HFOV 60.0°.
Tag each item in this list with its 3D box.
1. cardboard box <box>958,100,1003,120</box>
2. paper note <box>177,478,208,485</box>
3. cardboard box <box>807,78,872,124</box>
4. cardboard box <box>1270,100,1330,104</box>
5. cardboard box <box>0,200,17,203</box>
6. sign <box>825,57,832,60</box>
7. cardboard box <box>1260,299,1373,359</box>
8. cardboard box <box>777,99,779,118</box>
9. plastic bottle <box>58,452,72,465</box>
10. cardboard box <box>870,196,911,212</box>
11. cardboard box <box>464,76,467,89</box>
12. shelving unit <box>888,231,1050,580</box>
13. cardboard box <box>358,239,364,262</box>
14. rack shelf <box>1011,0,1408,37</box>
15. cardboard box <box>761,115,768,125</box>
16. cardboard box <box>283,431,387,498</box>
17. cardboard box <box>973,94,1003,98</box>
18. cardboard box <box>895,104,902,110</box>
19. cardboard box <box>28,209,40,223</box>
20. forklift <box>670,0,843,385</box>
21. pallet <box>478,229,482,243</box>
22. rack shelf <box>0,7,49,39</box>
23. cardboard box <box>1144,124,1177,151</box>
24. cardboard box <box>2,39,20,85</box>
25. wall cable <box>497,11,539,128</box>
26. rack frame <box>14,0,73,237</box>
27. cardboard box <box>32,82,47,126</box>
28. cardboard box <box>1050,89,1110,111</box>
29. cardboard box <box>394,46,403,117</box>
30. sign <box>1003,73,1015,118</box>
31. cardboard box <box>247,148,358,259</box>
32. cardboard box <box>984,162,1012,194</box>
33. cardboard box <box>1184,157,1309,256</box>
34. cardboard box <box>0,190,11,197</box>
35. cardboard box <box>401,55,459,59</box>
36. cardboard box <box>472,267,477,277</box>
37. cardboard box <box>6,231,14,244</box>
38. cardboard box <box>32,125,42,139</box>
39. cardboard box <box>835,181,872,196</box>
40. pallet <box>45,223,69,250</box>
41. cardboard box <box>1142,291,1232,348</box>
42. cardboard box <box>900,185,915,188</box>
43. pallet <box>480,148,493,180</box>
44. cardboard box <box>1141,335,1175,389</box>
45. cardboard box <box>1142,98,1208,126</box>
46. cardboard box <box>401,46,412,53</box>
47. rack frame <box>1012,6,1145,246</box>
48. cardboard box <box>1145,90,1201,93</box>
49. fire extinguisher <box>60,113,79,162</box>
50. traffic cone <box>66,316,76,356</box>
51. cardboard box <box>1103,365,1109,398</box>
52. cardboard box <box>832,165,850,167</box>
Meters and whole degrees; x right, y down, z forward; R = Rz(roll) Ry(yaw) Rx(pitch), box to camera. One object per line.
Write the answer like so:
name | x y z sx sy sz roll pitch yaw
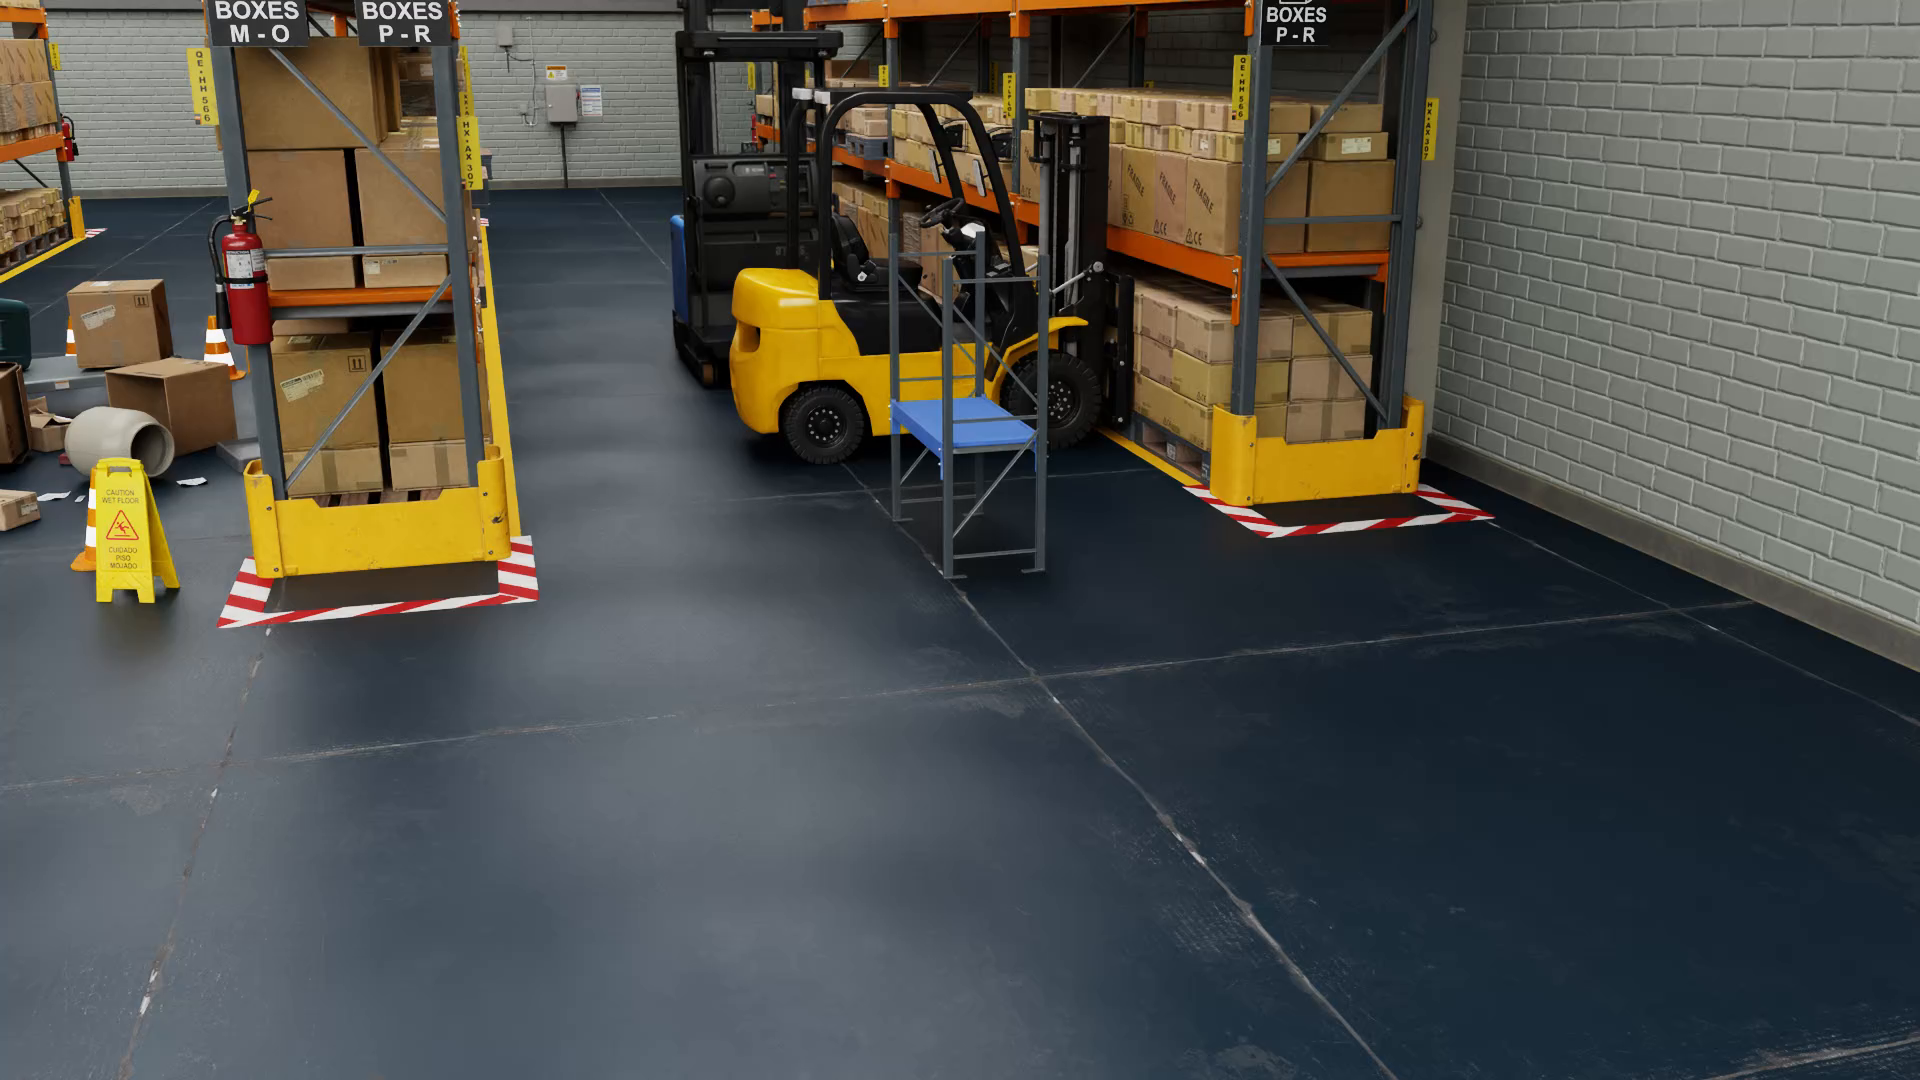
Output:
cardboard box | 0.201 -3.610 13.955 0.380 0.149 0.250 -5 17 -15
paper note | -4.401 -0.341 9.533 0.142 0.019 0.148 -12 20 -34
cardboard box | -1.393 -5.134 19.426 0.700 0.500 0.500 -4 17 -14
cardboard box | 1.975 -2.475 9.659 0.380 0.149 0.250 -4 17 -14
cardboard box | -11.084 -3.819 19.143 0.380 0.149 0.250 -5 18 -18
sign | -1.871 -6.887 23.604 0.100 0.325 0.005 -5 17 -15
cardboard box | 2.037 -1.228 9.638 0.500 0.250 0.500 -5 17 -16
cardboard box | -2.102 -5.648 21.783 0.500 0.250 0.500 -5 17 -17
plastic bottle | -5.332 -0.518 10.069 0.133 0.061 0.283 -2 17 -6
cardboard box | -0.726 -3.511 17.413 0.380 0.149 0.250 -5 18 -17
cardboard box | -4.298 -3.543 13.611 0.500 0.500 0.500 -6 18 -19
shelving unit | 0.023 -0.695 8.158 0.538 1.500 1.048 -5 17 -15
cardboard box | -3.354 -1.575 8.917 0.380 0.149 0.250 -4 17 -14
rack shelf | 1.437 -3.362 10.468 1.077 0.370 4.000 -5 17 -15
cardboard box | -2.583 -5.910 23.349 0.380 0.149 0.250 -5 17 -16
cardboard box | -3.272 -0.417 8.676 0.500 0.250 0.500 -5 17 -16
cardboard box | 0.264 -4.075 15.501 0.380 0.149 0.250 -5 17 -15
cardboard box | -0.407 -4.177 15.843 0.380 0.149 0.250 -4 17 -14
cardboard box | -11.142 -3.827 19.686 0.380 0.149 0.250 -4 17 -12
forklift | -1.463 -2.664 12.226 1.130 2.935 3.031 -5 17 -16
pallet | -6.216 -3.524 19.817 1.003 0.211 1.213 -5 17 -15
rack shelf | -11.364 -5.869 18.813 1.077 0.370 4.000 -5 17 -15
cardboard box | 1.335 -2.434 10.040 0.380 0.149 0.250 -5 18 -17
cardboard box | -11.109 -5.463 18.996 0.500 0.500 0.500 -5 18 -17
wall cable | -7.393 -7.909 27.802 0.588 1.984 0.122 -5 17 -15
rack frame | -11.913 -5.330 20.982 1.000 3.000 0.127 -5 17 -15
cardboard box | -11.406 -5.274 20.104 0.500 0.500 0.500 -5 17 -16
cardboard box | 0.866 -3.149 11.903 0.380 0.149 0.250 -4 17 -14
cardboard box | -3.971 -2.961 10.665 0.700 0.500 0.500 -5 17 -16
sign | 0.369 -3.295 12.331 0.100 0.325 0.005 -5 17 -15
cardboard box | -3.199 -1.642 8.015 0.500 0.500 0.500 -5 17 -16
cardboard box | 0.498 -2.870 13.055 0.500 0.250 0.500 -4 17 -14
cardboard box | 1.599 -1.880 9.324 0.500 0.500 0.500 -5 17 -16
cardboard box | -11.905 -4.212 20.452 0.380 0.149 0.250 -4 17 -14
cardboard box | -4.883 -4.219 15.372 0.500 0.500 0.500 -5 18 -17
cardboard box | -3.463 -1.531 11.081 0.500 0.500 0.500 -5 17 -16
cardboard box | -10.914 -3.390 18.749 0.380 0.149 0.250 -5 17 -16
cardboard box | -11.344 -4.933 20.098 0.380 0.149 0.250 -4 17 -14
cardboard box | -1.236 -4.090 19.342 0.380 0.149 0.250 -6 18 -18
pallet | -11.703 -3.746 20.556 1.003 0.211 1.213 -5 17 -15
cardboard box | 1.415 -1.324 9.957 0.500 0.250 0.500 -4 17 -14
cardboard box | -0.536 -3.917 18.767 0.380 0.149 0.250 -4 17 -14
pallet | -4.685 -3.256 14.411 1.213 0.211 1.003 -5 17 -15
cardboard box | 1.425 -1.090 10.048 0.500 0.250 0.500 -5 17 -16
cardboard box | 1.315 -2.575 9.991 0.380 0.149 0.250 -4 17 -14
cardboard box | -6.441 -5.622 18.915 0.380 0.149 0.250 -4 17 -14
rack frame | 0.888 -2.824 12.638 1.000 3.000 0.127 -5 17 -15
cardboard box | 1.510 -3.051 11.577 0.380 0.149 0.250 -5 17 -16
fire extinguisher | -11.539 -5.221 21.401 0.296 0.674 0.183 -5 17 -15
traffic cone | -6.612 -1.449 12.470 0.336 0.463 0.334 -5 17 -15
cardboard box | 1.133 -1.126 11.035 0.500 0.250 0.500 -4 17 -13
cardboard box | -1.410 -4.378 19.784 0.380 0.149 0.250 -5 17 -16
